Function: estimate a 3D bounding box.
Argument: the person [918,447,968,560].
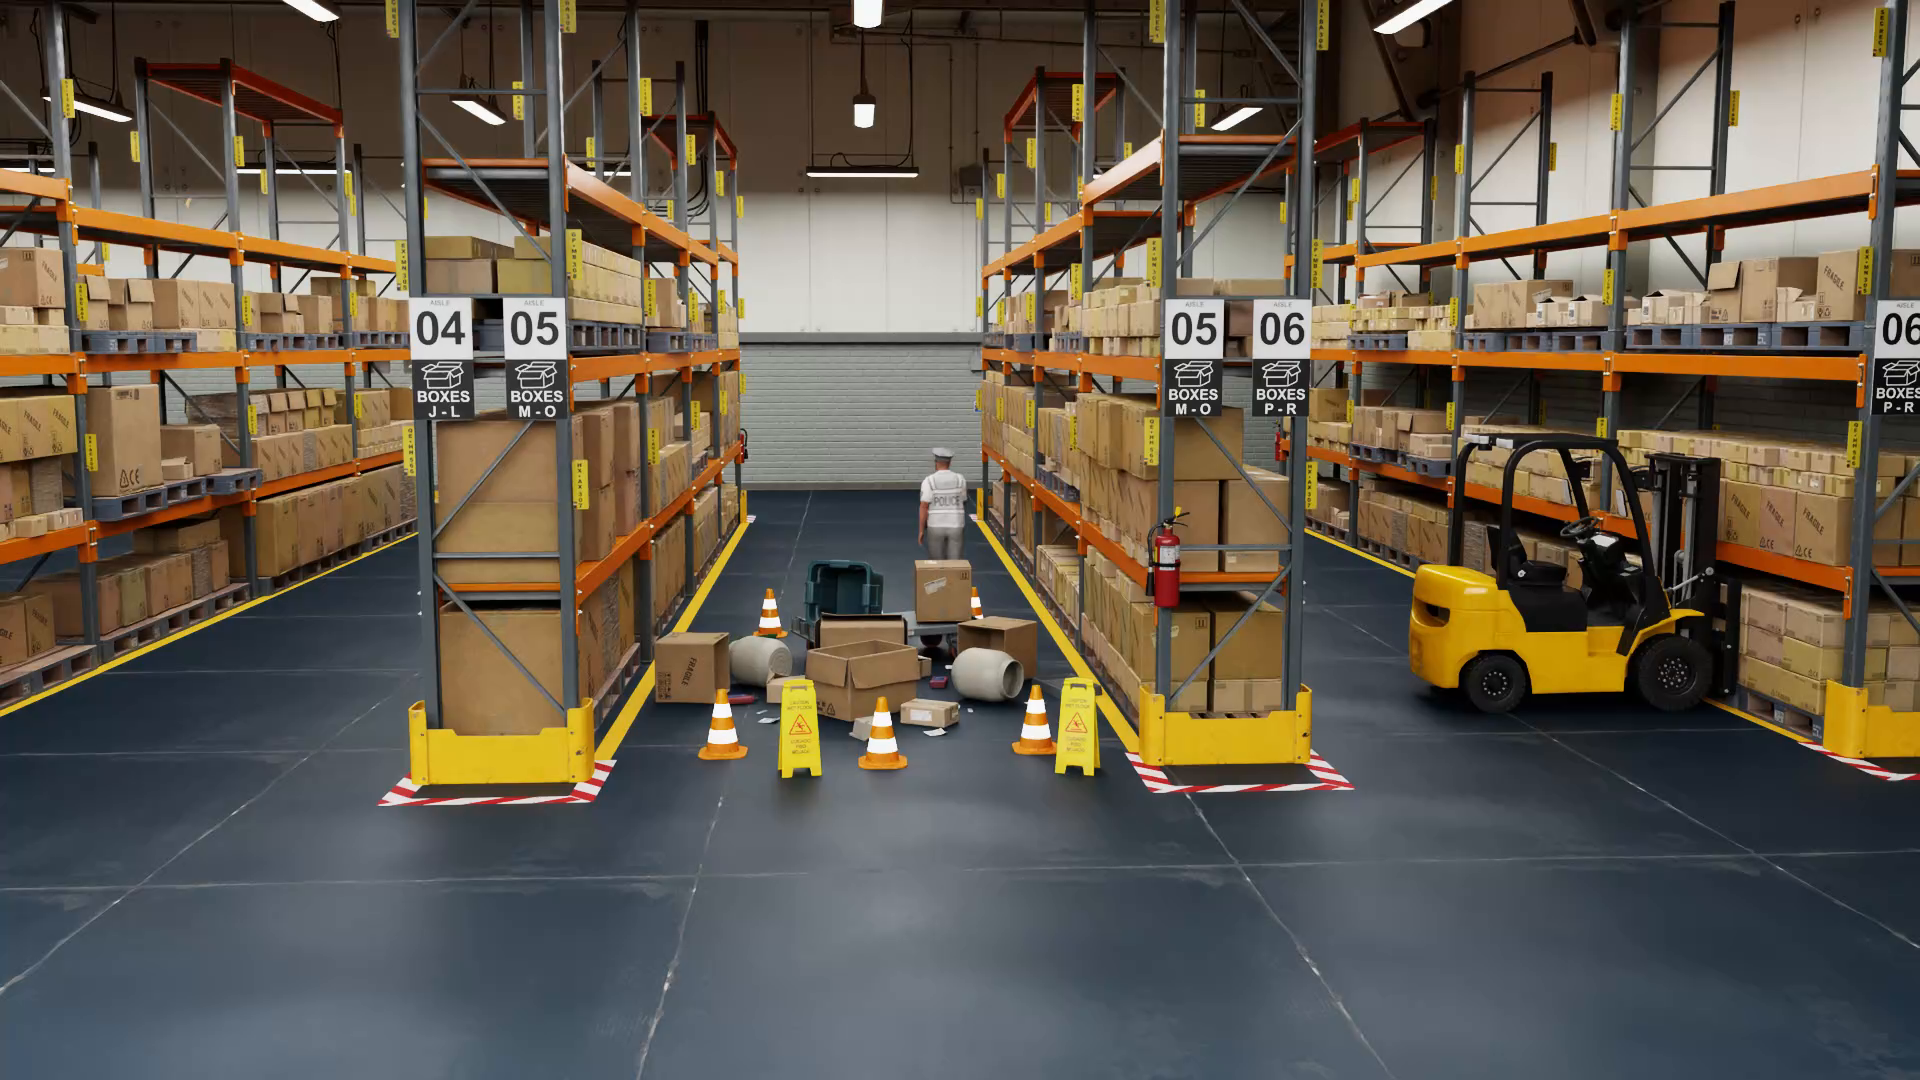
[{"bbox_3d":[-0.186,-0.117,18.142,0.563,1.758,0.703,-1,7,-9],"label":"person"}]
